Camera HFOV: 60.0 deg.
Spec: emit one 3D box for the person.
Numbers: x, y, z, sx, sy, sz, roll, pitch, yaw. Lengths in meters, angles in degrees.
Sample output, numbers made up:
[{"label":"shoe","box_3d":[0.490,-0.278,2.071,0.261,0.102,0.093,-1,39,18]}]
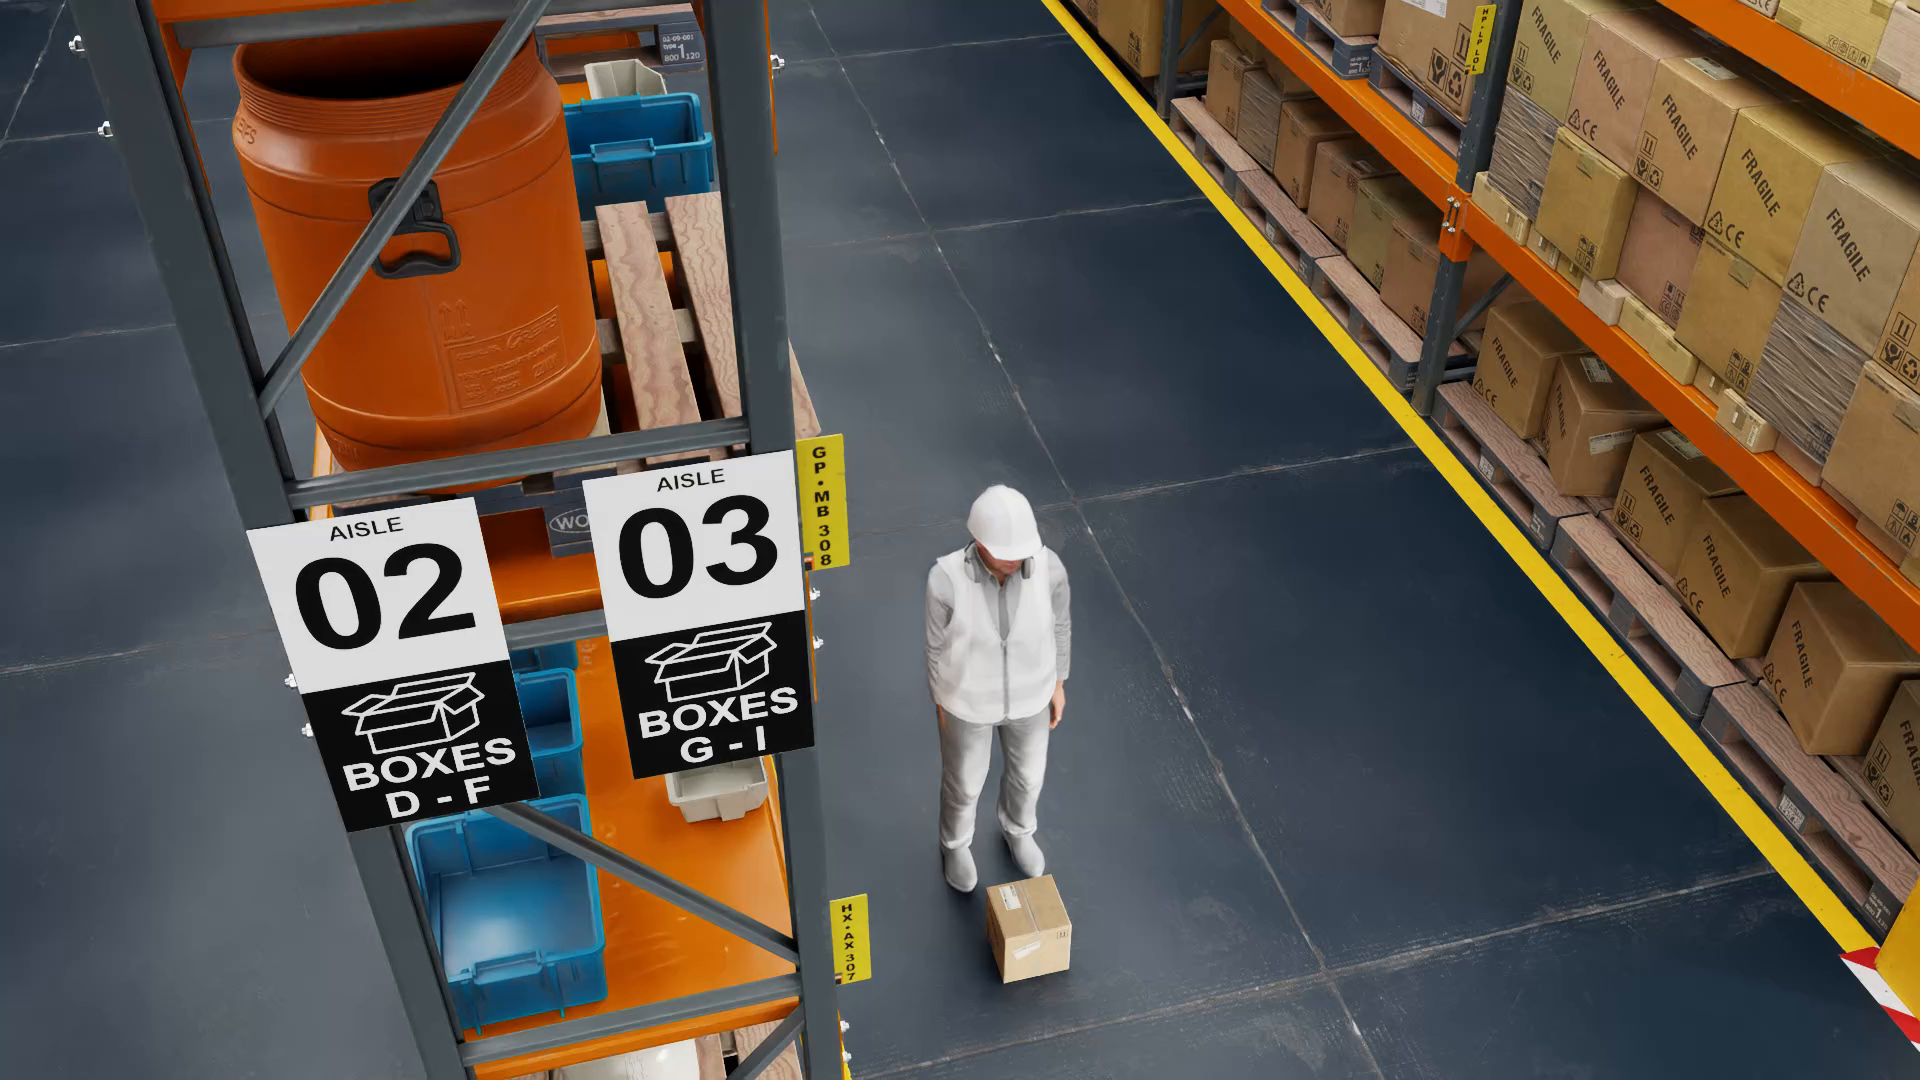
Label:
[{"label":"person","box_3d":[0.142,0.547,6.005,0.533,1.773,0.359,-9,39,-11]}]
